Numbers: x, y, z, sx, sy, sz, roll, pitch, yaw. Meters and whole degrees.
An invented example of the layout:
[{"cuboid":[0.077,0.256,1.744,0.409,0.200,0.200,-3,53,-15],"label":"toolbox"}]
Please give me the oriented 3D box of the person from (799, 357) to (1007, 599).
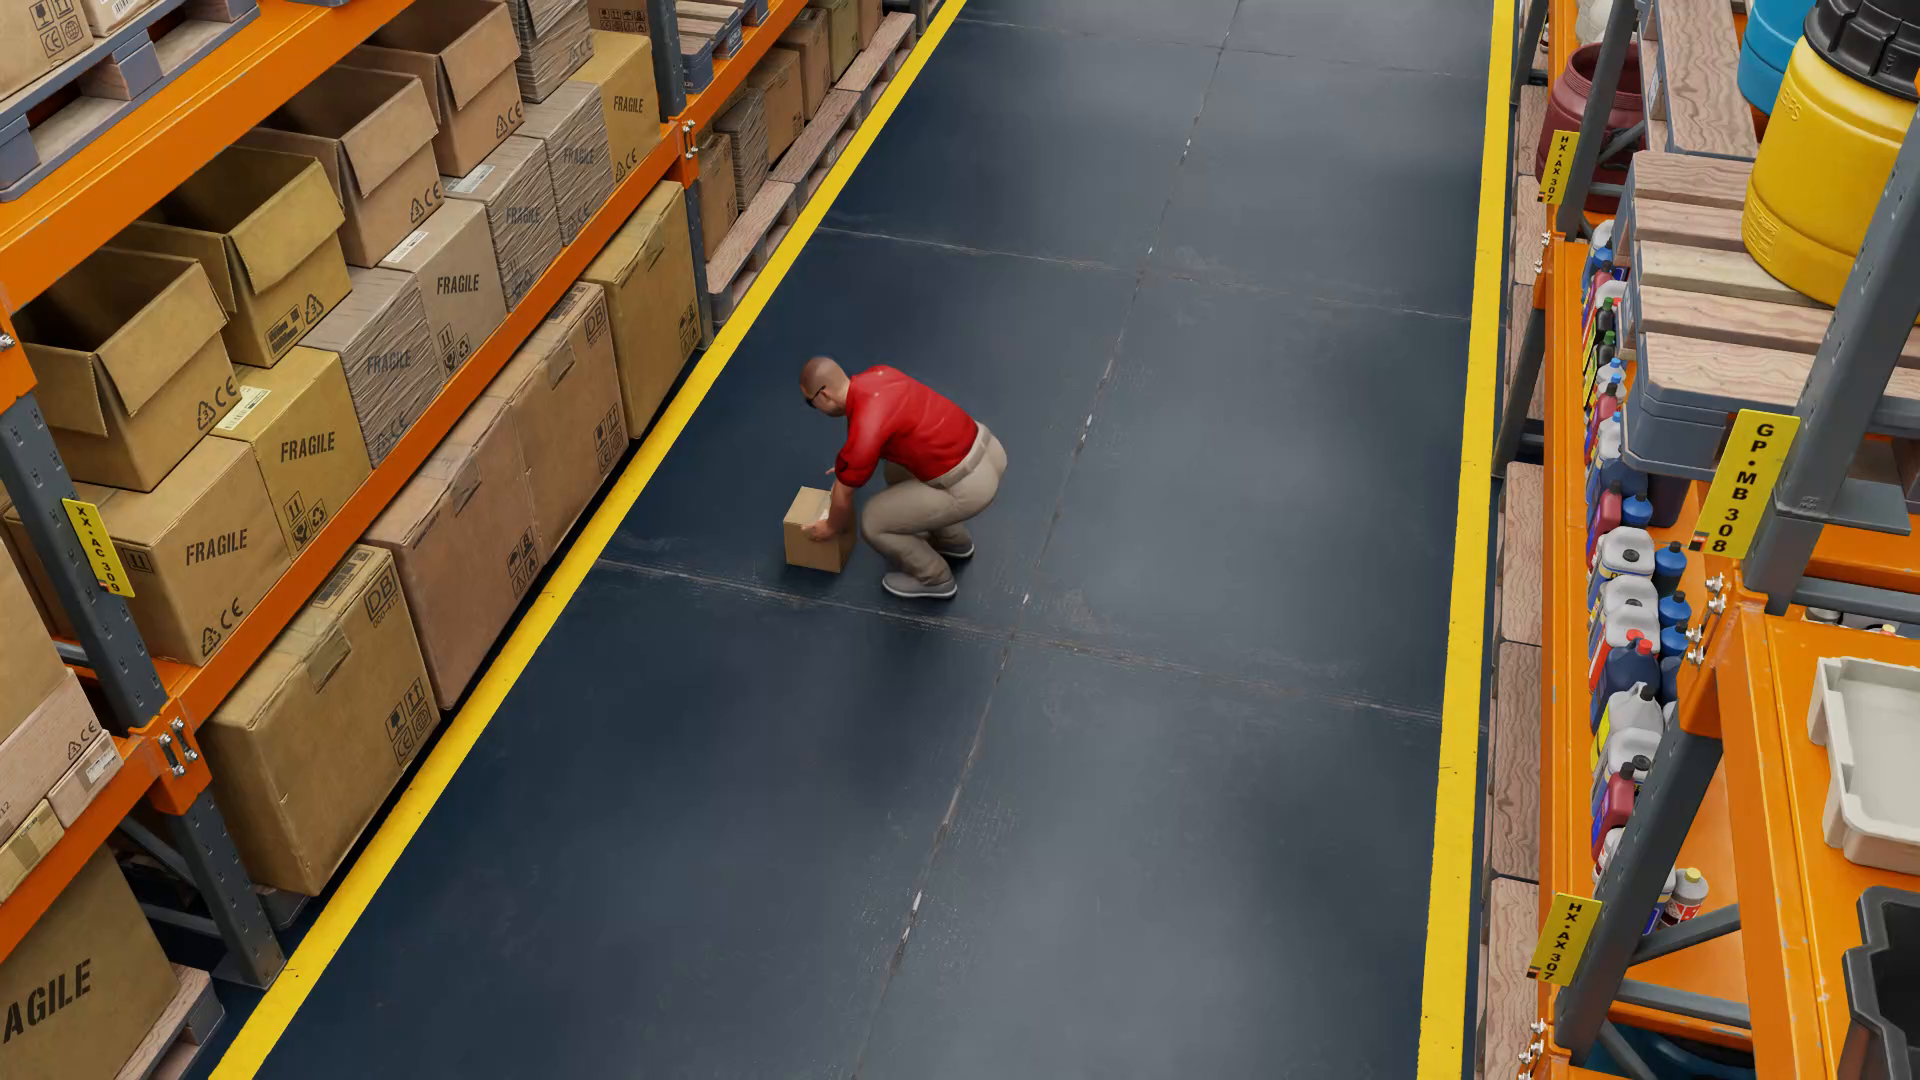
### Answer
[{"cuboid":[-0.241,-0.274,6.984,0.839,1.086,0.576,10,42,11],"label":"person"}]
